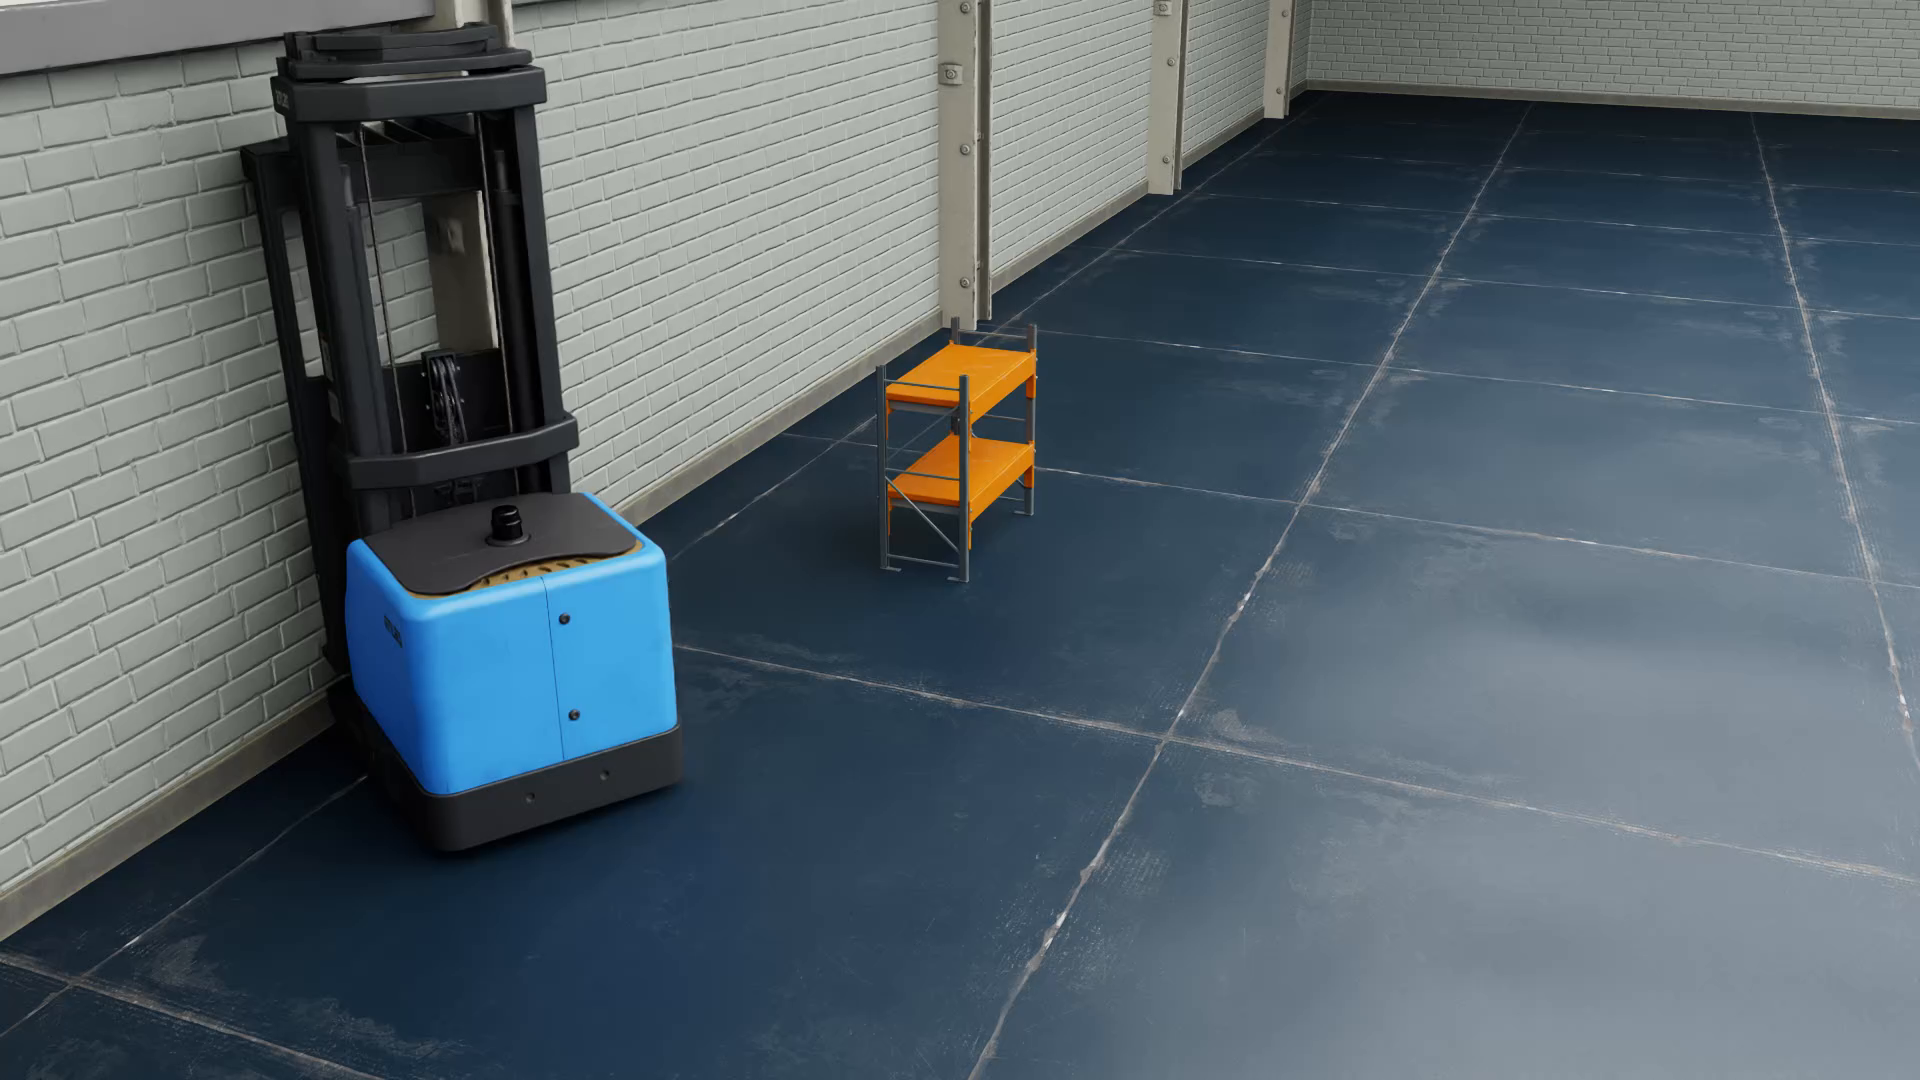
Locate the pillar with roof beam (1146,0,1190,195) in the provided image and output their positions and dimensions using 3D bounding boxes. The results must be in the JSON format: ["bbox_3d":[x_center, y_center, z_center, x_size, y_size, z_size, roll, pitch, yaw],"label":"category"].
[{"bbox_3d":[6.267,-7.444,15.396,9.100,9.000,0.400,9,24,20],"label":"pillar with roof beam"}]

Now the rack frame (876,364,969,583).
[{"bbox_3d":[-0.191,-0.335,8.592,0.500,1.125,0.032,9,24,20],"label":"rack frame"}]

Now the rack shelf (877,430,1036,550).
[{"bbox_3d":[-0.003,-0.291,9.122,0.538,0.278,1.000,9,24,20],"label":"rack shelf"}]

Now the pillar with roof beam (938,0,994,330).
[{"bbox_3d":[4.039,-5.297,10.255,9.100,9.000,0.400,9,24,20],"label":"pillar with roof beam"}]

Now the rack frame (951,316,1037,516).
[{"bbox_3d":[0.186,-0.699,9.463,0.500,1.125,0.032,9,24,20],"label":"rack frame"}]

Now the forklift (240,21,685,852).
[{"bbox_3d":[-2.354,-0.695,7.111,1.130,2.935,3.031,-14,27,-31],"label":"forklift"}]

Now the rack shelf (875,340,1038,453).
[{"bbox_3d":[-0.003,-0.787,8.915,0.538,0.278,1.000,9,24,20],"label":"rack shelf"}]

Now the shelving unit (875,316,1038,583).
[{"bbox_3d":[-0.003,-0.517,9.027,0.538,1.125,1.048,9,24,20],"label":"shelving unit"}]

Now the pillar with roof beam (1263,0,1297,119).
[{"bbox_3d":[8.496,-9.591,20.536,9.100,9.000,0.400,9,24,20],"label":"pillar with roof beam"}]

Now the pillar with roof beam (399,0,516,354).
[{"bbox_3d":[1.810,-3.150,5.115,9.100,9.000,0.400,9,24,20],"label":"pillar with roof beam"}]
